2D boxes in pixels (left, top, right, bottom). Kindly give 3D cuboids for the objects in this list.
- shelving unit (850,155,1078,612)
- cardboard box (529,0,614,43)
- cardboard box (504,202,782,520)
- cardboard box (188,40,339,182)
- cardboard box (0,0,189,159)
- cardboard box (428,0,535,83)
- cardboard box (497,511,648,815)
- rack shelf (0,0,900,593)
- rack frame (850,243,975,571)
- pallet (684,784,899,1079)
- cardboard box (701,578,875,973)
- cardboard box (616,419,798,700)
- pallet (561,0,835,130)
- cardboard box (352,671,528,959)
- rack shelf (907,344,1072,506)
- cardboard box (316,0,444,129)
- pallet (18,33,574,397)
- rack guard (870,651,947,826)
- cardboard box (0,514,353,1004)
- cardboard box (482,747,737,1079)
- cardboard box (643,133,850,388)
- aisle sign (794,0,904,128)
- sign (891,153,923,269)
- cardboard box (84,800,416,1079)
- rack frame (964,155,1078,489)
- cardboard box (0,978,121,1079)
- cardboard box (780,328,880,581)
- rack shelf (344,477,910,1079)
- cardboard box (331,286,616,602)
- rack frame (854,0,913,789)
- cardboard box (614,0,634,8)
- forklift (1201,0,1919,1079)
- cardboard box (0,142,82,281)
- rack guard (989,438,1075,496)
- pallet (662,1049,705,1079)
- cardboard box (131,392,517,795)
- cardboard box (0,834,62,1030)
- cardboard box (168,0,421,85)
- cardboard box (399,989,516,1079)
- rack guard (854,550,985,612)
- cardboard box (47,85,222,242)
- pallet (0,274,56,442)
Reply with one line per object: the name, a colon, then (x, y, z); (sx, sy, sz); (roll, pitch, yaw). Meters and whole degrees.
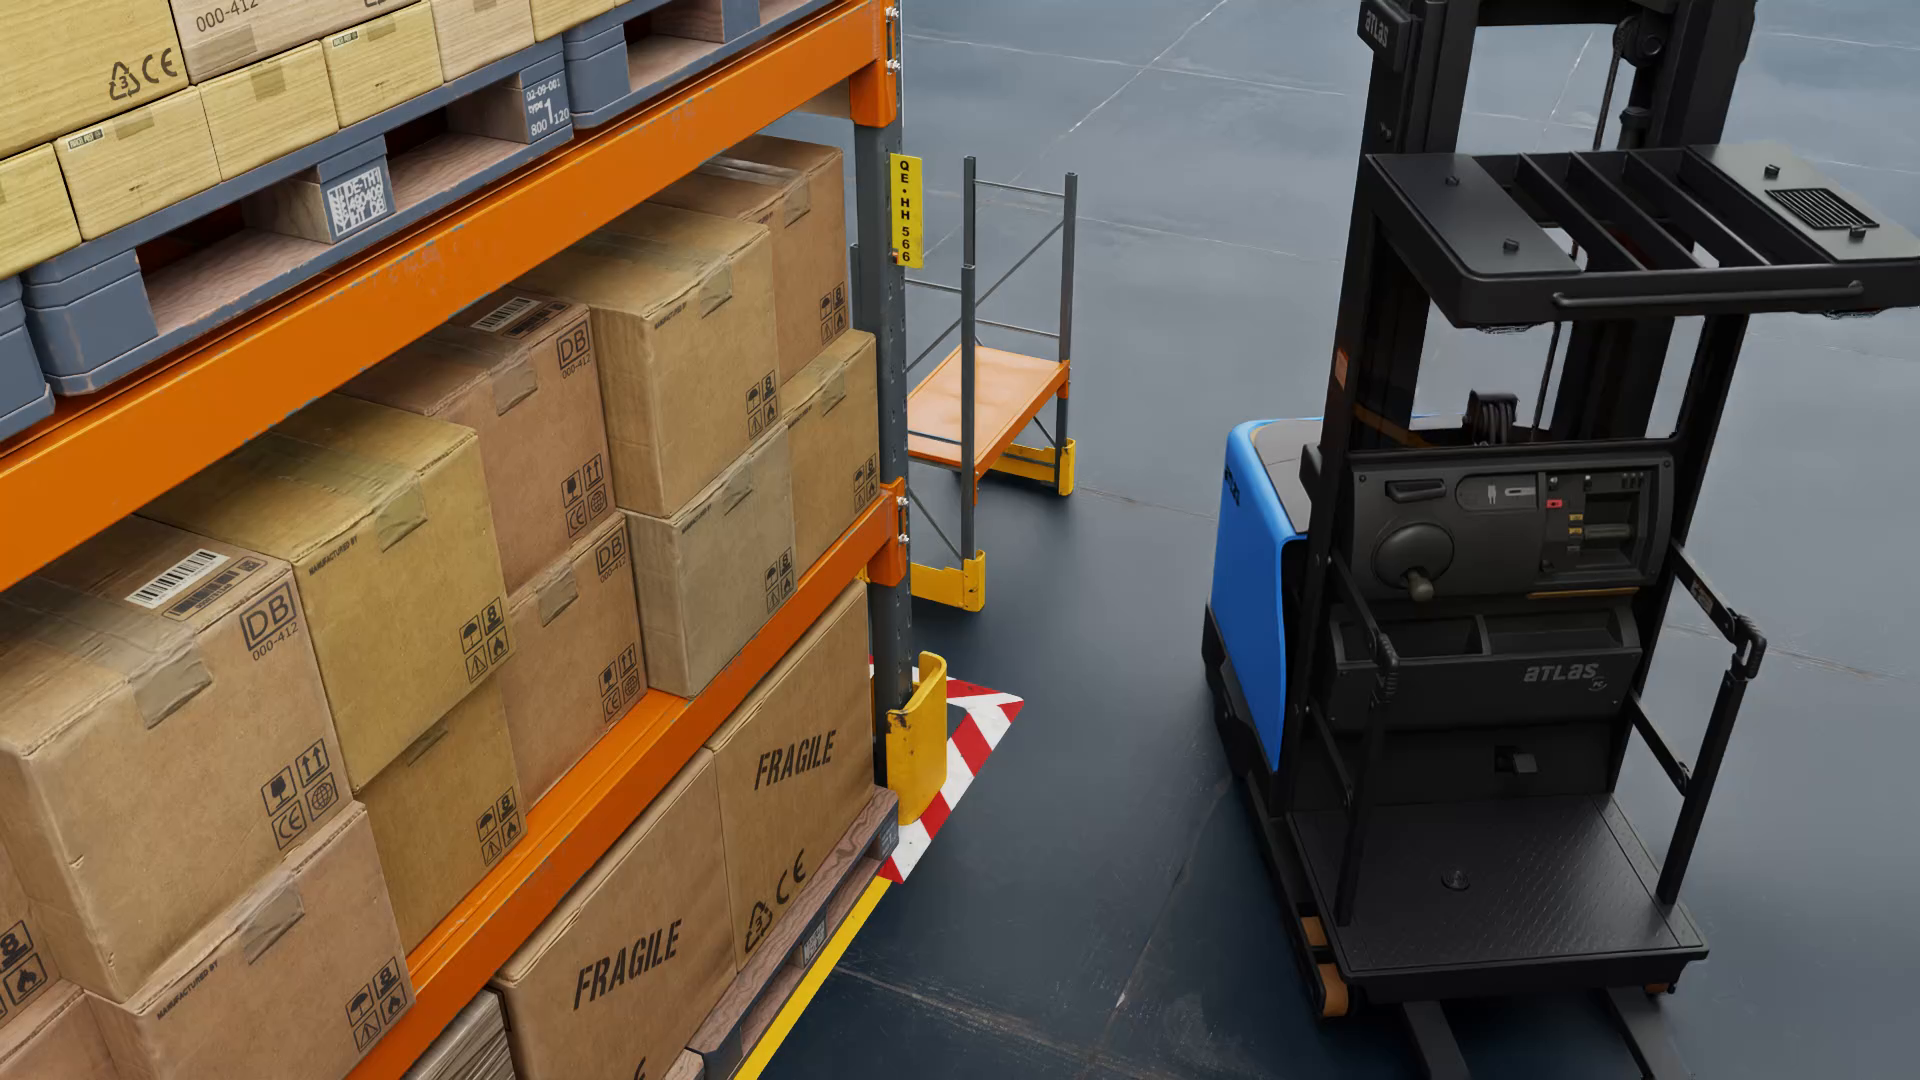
shelving unit: (0.032, -0.665, 6.897); (0.587, 1.500, 1.083); (14, 36, 20)
cardboard box: (-0.895, -1.079, 3.180); (0.380, 0.149, 0.250); (14, 36, 20)
cardboard box: (-0.975, -0.506, 4.165); (0.875, 0.550, 0.550); (14, 36, 20)
cardboard box: (-1.214, -0.698, 2.599); (0.380, 0.149, 0.250); (15, 36, 21)
cardboard box: (-1.432, -0.686, 2.217); (0.500, 0.250, 0.500); (14, 36, 20)
cardboard box: (-1.001, -0.954, 2.988); (0.380, 0.149, 0.250); (14, 36, 21)
cardboard box: (-1.311, 0.199, 4.075); (0.875, 0.550, 0.550); (14, 36, 20)
rack shelf: (-1.475, -0.420, 3.076); (1.077, 0.370, 4.000); (14, 36, 20)
rack frame: (-0.177, -0.416, 6.517); (0.500, 1.500, 0.032); (14, 36, 20)
pallet: (-0.901, 1.120, 5.350); (1.003, 0.211, 1.213); (14, 36, 20)
cardboard box: (-0.862, 0.603, 5.150); (0.875, 0.875, 0.875); (14, 36, 21)
cardboard box: (-0.962, -0.051, 4.456); (0.875, 0.550, 0.550); (14, 36, 20)
pallet: (-0.939, -1.308, 3.855); (1.003, 0.211, 1.213); (14, 36, 20)
cardboard box: (-1.495, 0.472, 3.658); (0.875, 0.550, 0.500); (14, 36, 20)
rack shelf: (0.036, -0.519, 7.002); (0.538, 0.185, 1.000); (14, 36, 20)
cardboard box: (-1.108, -0.827, 2.795); (0.380, 0.149, 0.250); (15, 36, 21)
pallet: (-1.448, -0.698, 2.925); (1.003, 0.211, 1.213); (14, 36, 20)
rack guard: (-0.628, 0.571, 5.924); (1.175, 0.500, 0.348); (14, 36, 20)
cardboard box: (-1.651, 0.301, 2.934); (0.875, 0.550, 0.550); (14, 36, 20)
cardboard box: (-1.228, 1.042, 4.481); (0.875, 0.875, 0.875); (14, 36, 20)
cardboard box: (-0.828, -0.801, 4.615); (0.875, 0.550, 0.550); (14, 36, 20)
aisle sign: (-0.336, -1.516, 4.456); (0.394, 0.787, 0.004); (14, 36, 20)
sign: (-0.151, -0.915, 4.637); (0.100, 0.325, 0.005); (14, 36, 20)
cardboard box: (-1.626, 0.759, 3.220); (0.875, 0.550, 0.550); (14, 36, 20)
rack frame: (0.248, -0.923, 7.290); (0.500, 1.500, 0.032); (14, 36, 20)
cardboard box: (-1.958, 1.001, 2.851); (0.875, 0.550, 0.550); (14, 36, 20)
cardboard box: (-0.752, -0.330, 4.881); (0.875, 0.550, 0.550); (14, 36, 20)
rack shelf: (-1.475, 0.834, 3.898); (1.077, 0.370, 4.000); (14, 36, 20)
cardboard box: (-1.332, -0.258, 3.787); (0.875, 0.550, 0.550); (14, 36, 20)
rack frame: (-0.638, -0.463, 5.220); (1.000, 3.000, 0.127); (14, 36, 20)
cardboard box: (-0.789, -1.207, 3.375); (0.380, 0.149, 0.250); (15, 36, 21)
forklift: (1.587, 0.024, 4.541); (1.130, 2.935, 3.031); (-3, 33, -4)
cardboard box: (-1.426, -0.448, 2.217); (0.380, 0.149, 0.250); (14, 36, 20)
rack guard: (0.240, -0.391, 7.618); (0.587, 0.250, 0.087); (14, 36, 20)
pallet: (-1.413, 1.725, 4.427); (1.003, 0.211, 1.213); (14, 36, 20)
cardboard box: (-1.436, 0.035, 3.339); (0.875, 0.550, 0.500); (14, 36, 20)
cardboard box: (-2.001, 0.539, 2.571); (0.875, 0.550, 0.550); (14, 36, 20)
cardboard box: (-1.221, -0.939, 2.602); (0.500, 0.250, 0.500); (15, 36, 21)
cardboard box: (-1.611, 1.495, 3.789); (0.875, 0.875, 0.875); (14, 36, 21)
rack guard: (-0.176, 0.106, 6.861); (0.587, 0.250, 0.087); (14, 36, 20)
cardboard box: (-1.319, -0.575, 2.411); (0.380, 0.149, 0.250); (14, 36, 21)
pallet: (-1.960, -0.093, 2.002); (1.003, 0.211, 1.213); (14, 36, 20)
